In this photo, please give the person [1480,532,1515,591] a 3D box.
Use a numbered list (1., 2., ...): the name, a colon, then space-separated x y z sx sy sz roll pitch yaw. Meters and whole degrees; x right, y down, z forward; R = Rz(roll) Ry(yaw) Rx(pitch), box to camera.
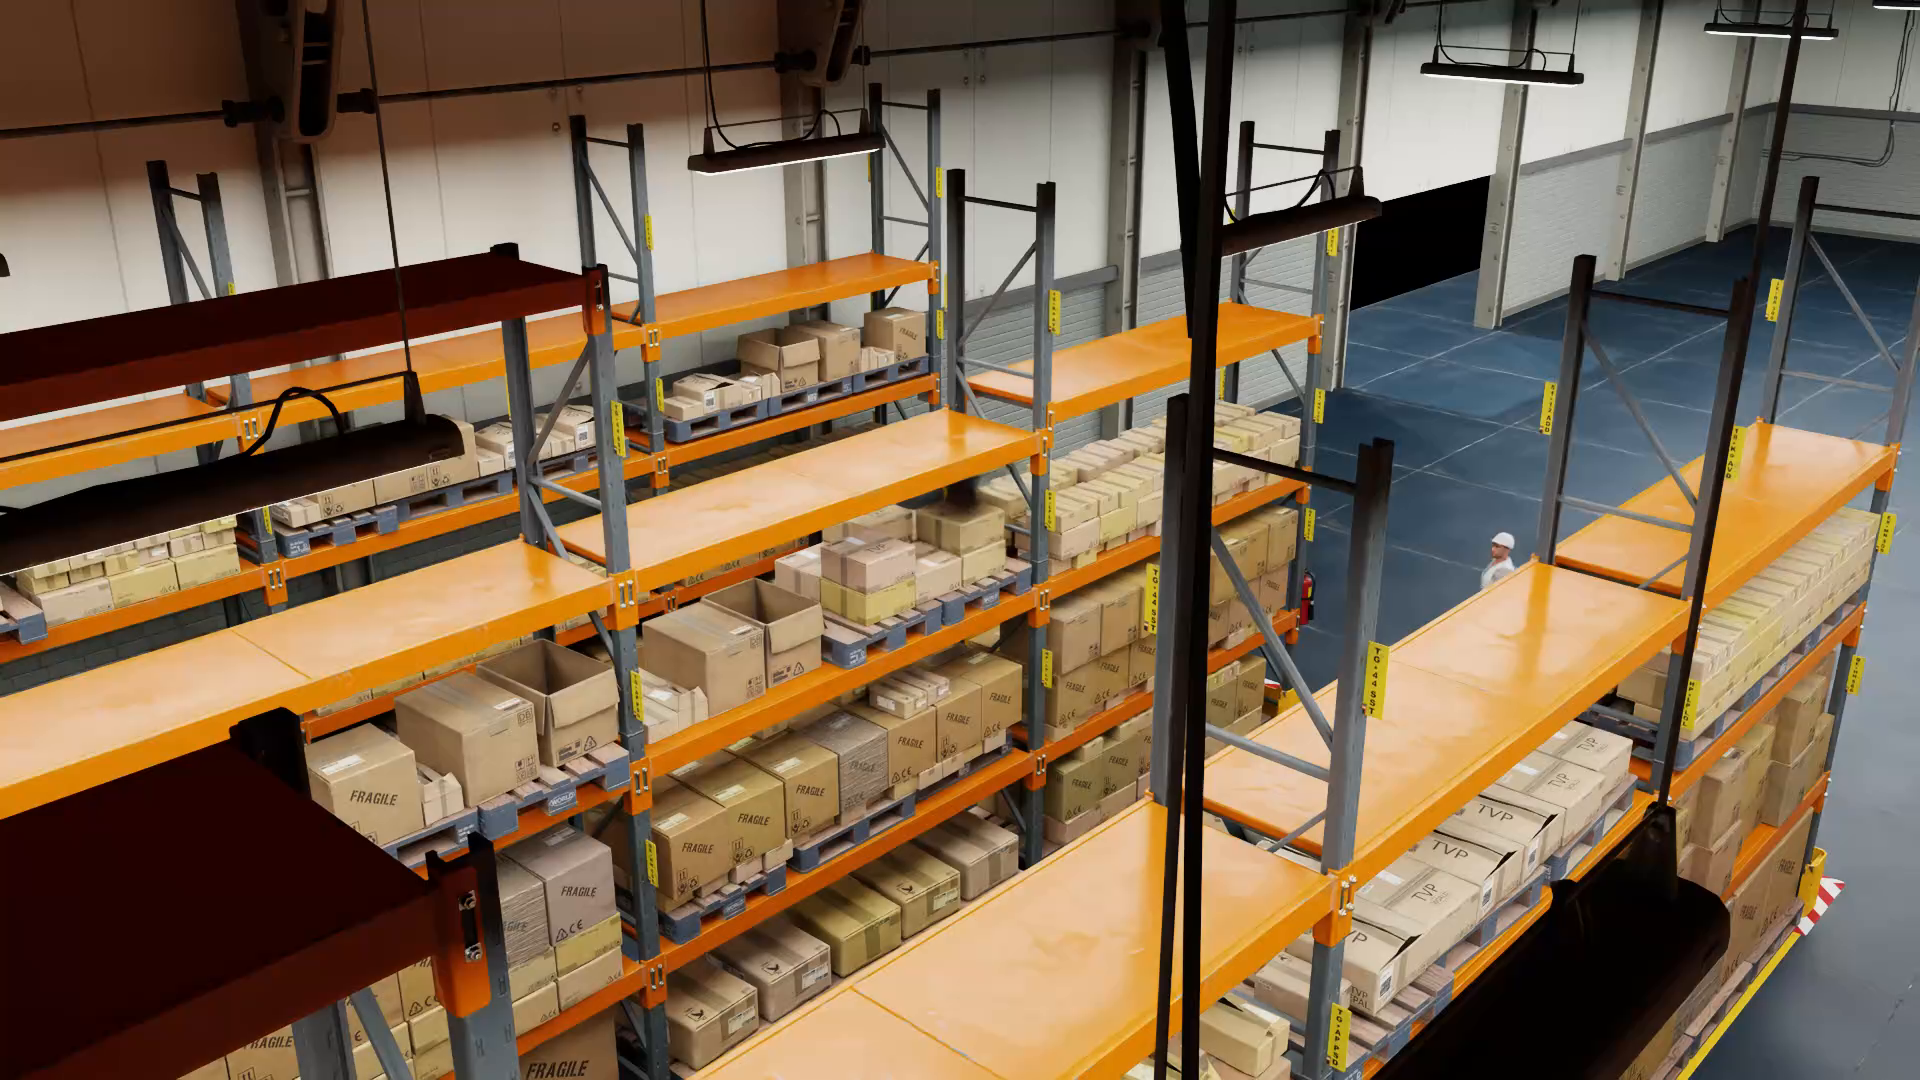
1. person: 5.677 0.784 17.517 0.530 1.773 0.654 -20 29 -41
